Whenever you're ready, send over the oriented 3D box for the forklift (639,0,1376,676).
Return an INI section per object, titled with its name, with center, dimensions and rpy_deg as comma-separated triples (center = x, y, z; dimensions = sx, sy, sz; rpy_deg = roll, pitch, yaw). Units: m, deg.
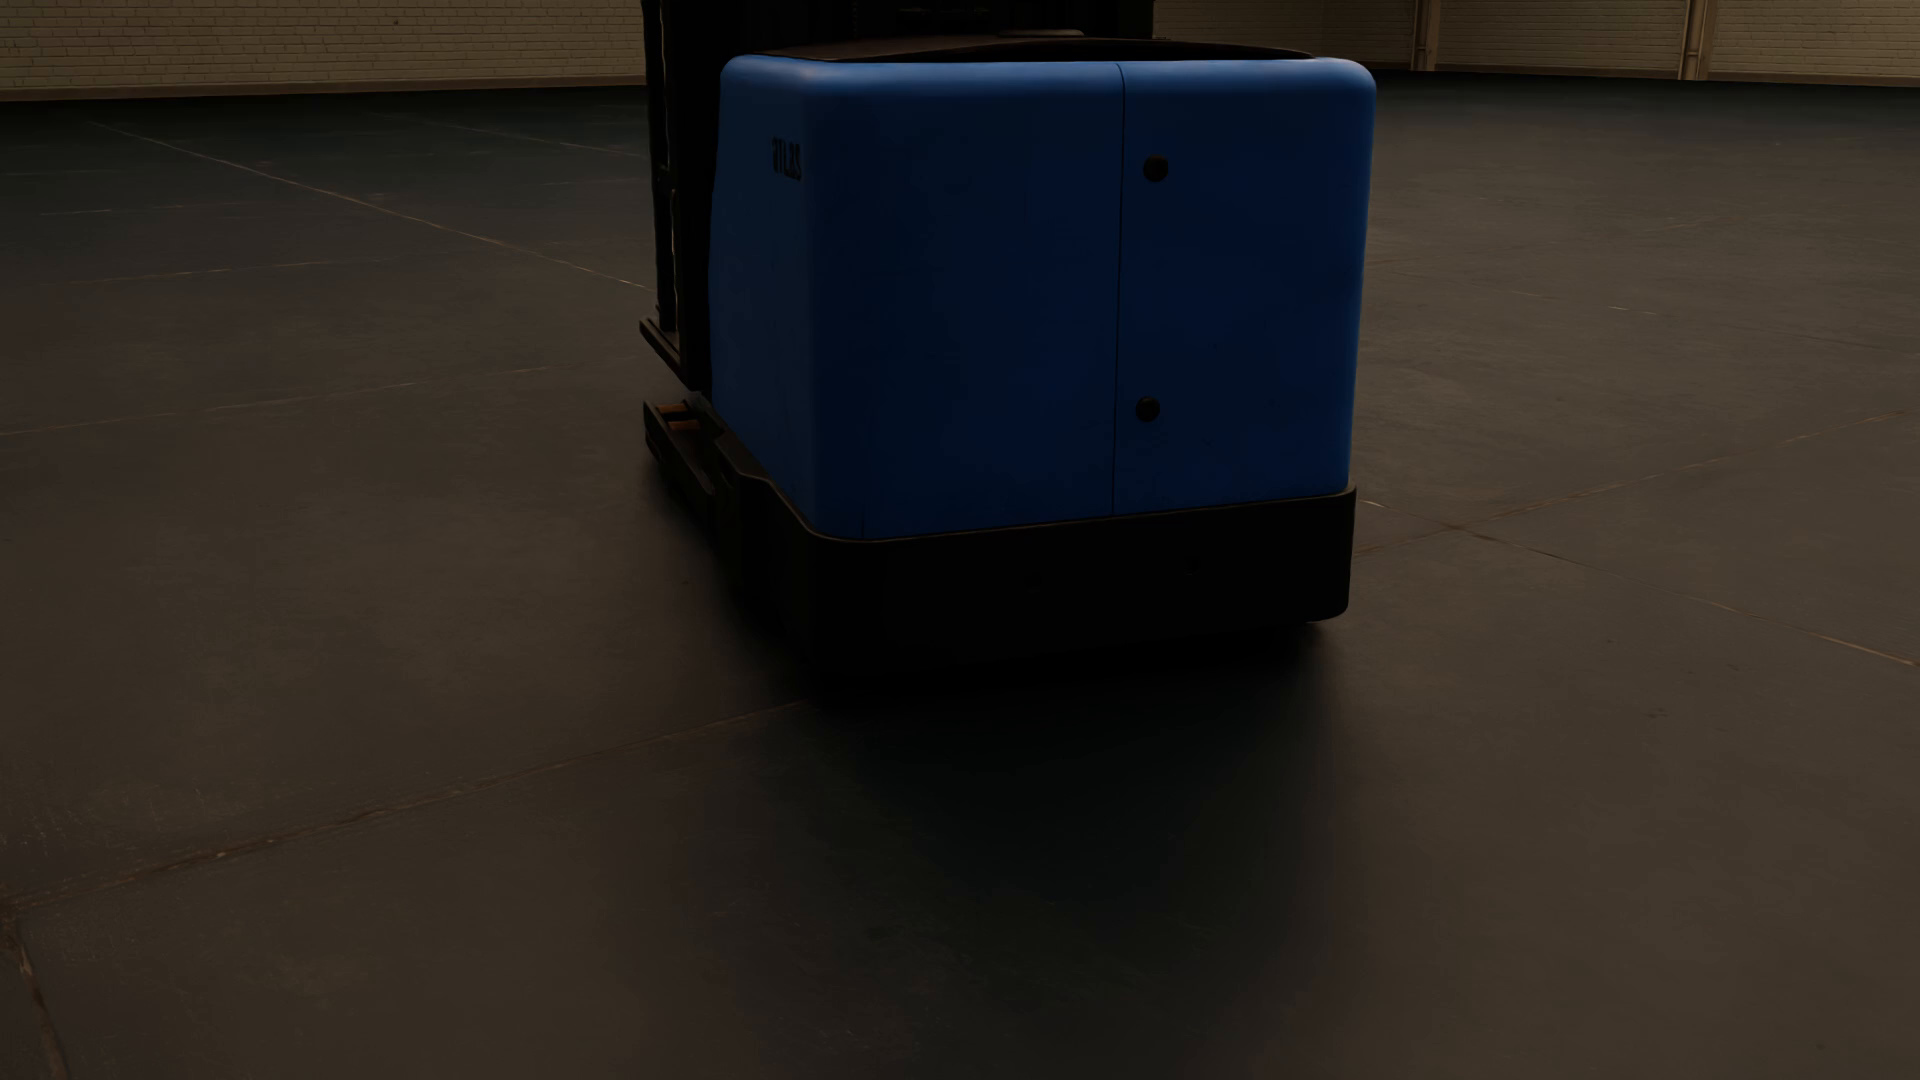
[forklift]
center = -0.208, -1.573, 3.913
dimensions = 1.130, 2.935, 3.031
rpy_deg = -6, 19, -17
